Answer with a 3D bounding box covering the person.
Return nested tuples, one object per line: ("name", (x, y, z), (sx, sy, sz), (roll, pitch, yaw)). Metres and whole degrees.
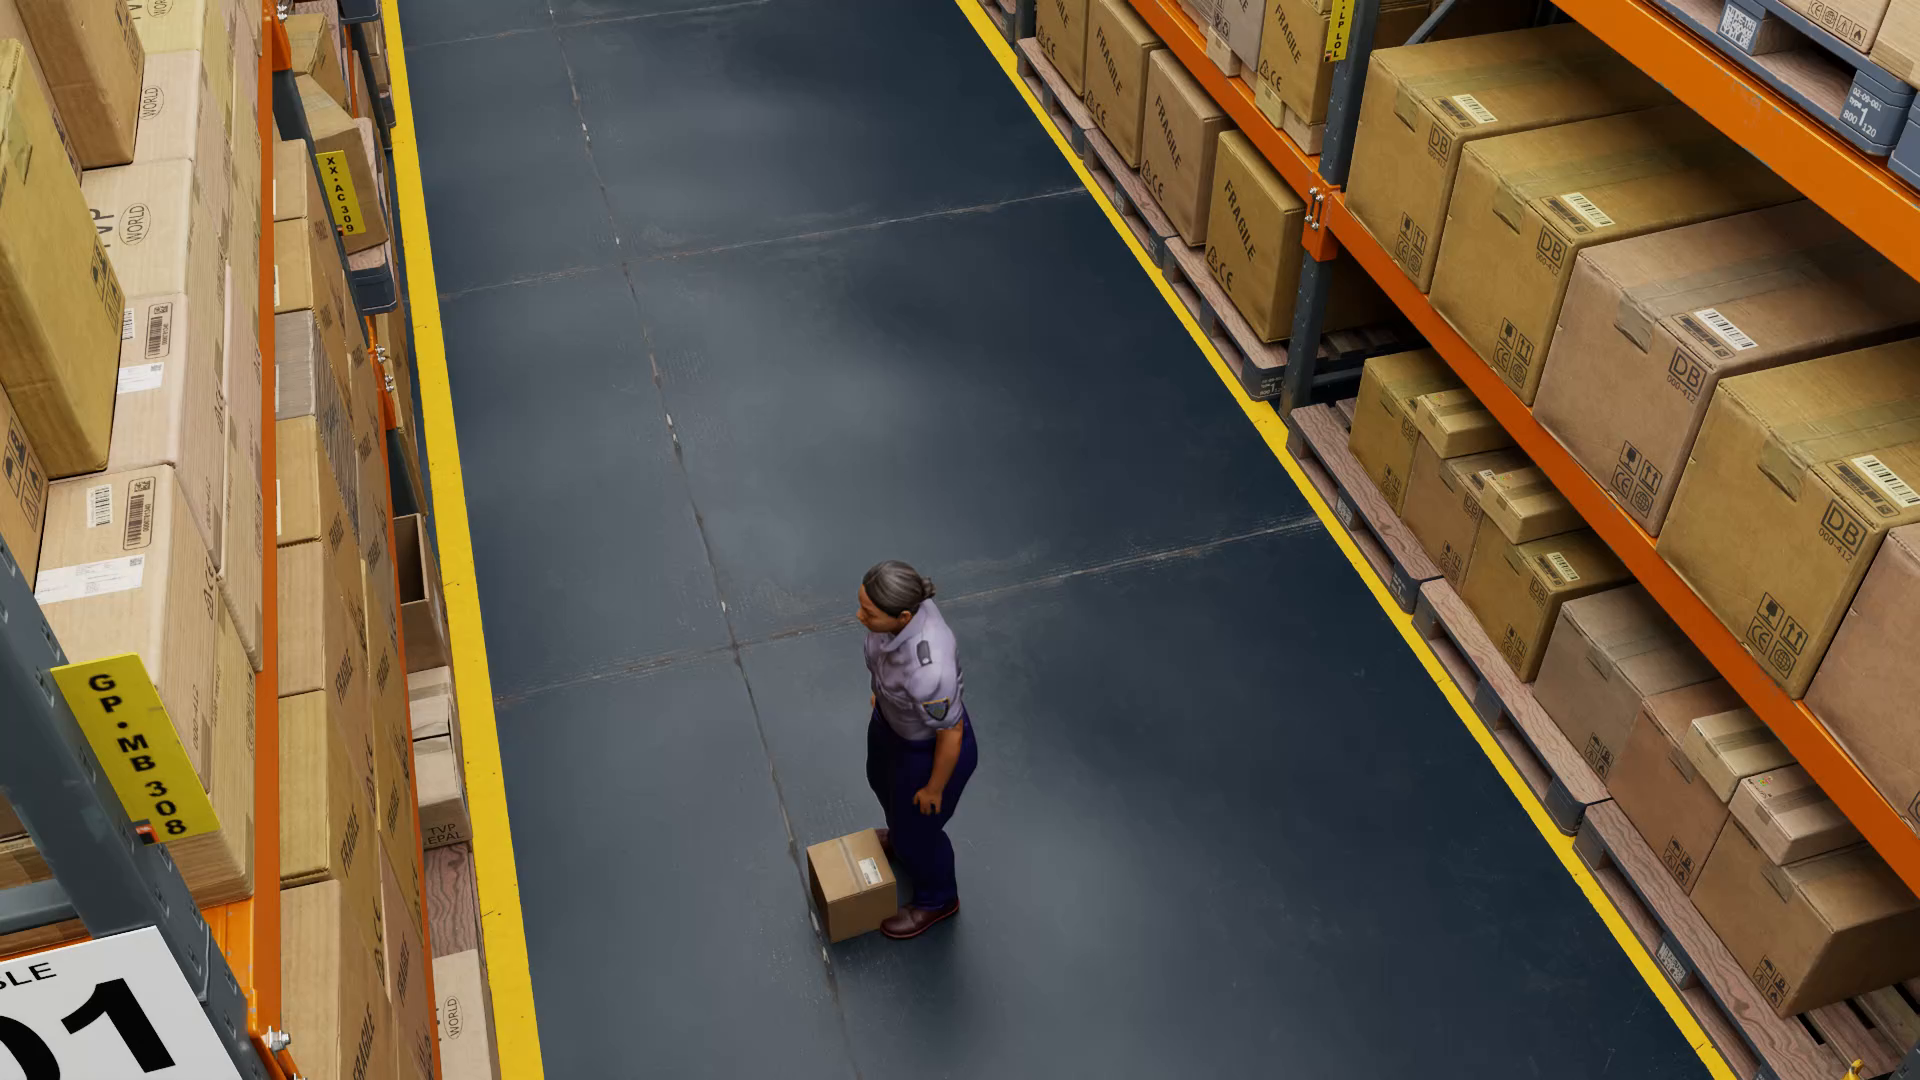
("person", (-0.156, 0.646, 5.461), (0.369, 1.650, 0.556), (-14, 44, -15))
